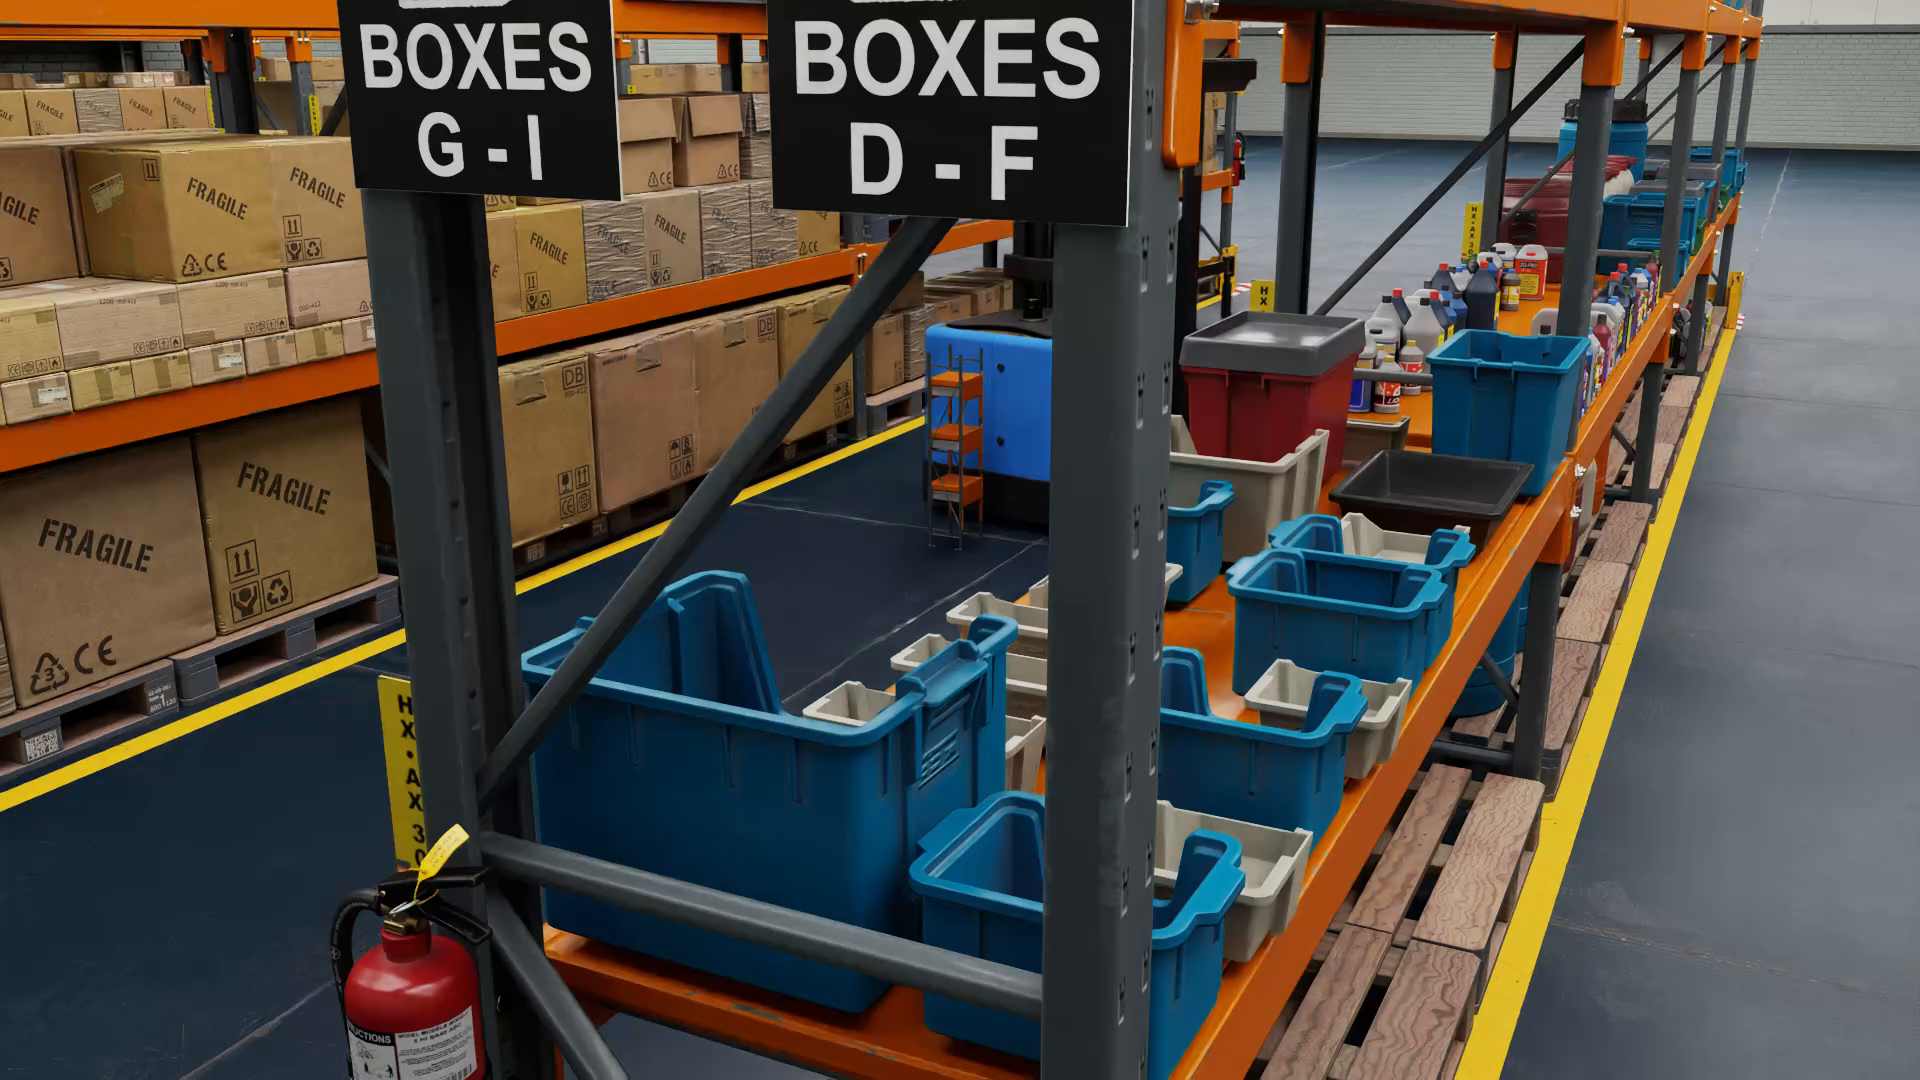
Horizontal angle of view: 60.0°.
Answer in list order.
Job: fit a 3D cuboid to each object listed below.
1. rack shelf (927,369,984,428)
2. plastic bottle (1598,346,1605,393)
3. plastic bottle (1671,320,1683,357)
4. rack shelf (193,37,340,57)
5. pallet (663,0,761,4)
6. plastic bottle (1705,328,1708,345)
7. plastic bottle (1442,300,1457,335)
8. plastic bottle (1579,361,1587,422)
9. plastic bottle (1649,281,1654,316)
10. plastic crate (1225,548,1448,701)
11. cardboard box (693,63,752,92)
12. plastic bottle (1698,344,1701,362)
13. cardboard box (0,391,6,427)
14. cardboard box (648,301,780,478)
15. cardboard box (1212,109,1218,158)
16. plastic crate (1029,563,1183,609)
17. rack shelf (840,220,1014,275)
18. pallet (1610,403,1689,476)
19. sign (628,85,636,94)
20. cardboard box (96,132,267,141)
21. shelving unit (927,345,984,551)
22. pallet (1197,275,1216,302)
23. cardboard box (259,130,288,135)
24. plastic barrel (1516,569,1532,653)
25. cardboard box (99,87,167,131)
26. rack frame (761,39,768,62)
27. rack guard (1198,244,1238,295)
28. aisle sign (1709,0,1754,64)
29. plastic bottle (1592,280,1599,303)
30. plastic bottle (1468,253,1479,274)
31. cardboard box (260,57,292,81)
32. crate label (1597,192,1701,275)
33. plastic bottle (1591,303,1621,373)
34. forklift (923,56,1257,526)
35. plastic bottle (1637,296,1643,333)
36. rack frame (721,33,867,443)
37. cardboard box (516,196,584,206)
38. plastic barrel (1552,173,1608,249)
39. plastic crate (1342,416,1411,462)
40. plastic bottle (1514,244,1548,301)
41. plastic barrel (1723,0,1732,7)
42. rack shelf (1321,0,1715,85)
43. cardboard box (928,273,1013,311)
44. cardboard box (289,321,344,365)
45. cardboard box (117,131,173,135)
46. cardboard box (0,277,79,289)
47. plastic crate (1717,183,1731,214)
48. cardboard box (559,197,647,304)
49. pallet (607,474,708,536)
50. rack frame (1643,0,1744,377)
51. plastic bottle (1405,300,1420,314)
[{"bbox_3d":[-0.024,-0.752,8.751,0.215,0.259,0.240,8,18,25],"label":"rack shelf"},{"bbox_3d":[2.410,-0.670,6.362,0.097,0.201,0.097,0,17,0],"label":"plastic bottle"},{"bbox_3d":[5.669,-1.598,13.136,0.061,0.283,0.133,8,18,25],"label":"plastic bottle"},{"bbox_3d":[-7.293,-6.058,20.149,1.077,0.370,4.000,8,18,25],"label":"rack shelf"},{"bbox_3d":[-1.846,-3.068,9.148,1.003,0.211,1.213,9,19,28],"label":"pallet"},{"bbox_3d":[6.074,-1.705,13.637,0.097,0.201,0.097,0,17,0],"label":"plastic bottle"},{"bbox_3d":[1.991,-0.852,6.850,0.097,0.271,0.097,0,17,0],"label":"plastic bottle"},{"bbox_3d":[2.140,-0.544,5.794,0.061,0.283,0.133,8,18,25],"label":"plastic bottle"},{"bbox_3d":[3.353,-1.208,8.171,0.097,0.201,0.097,0,17,0],"label":"plastic bottle"},{"bbox_3d":[0.741,0.187,3.316,0.416,0.233,0.300,8,18,25],"label":"plastic crate"},{"bbox_3d":[-2.782,-4.942,18.235,0.875,0.550,0.500,8,18,25],"label":"cardboard box"},{"bbox_3d":[5.690,-1.486,12.900,0.097,0.201,0.097,0,17,0],"label":"plastic bottle"},{"bbox_3d":[-3.543,-0.459,5.741,0.380,0.149,0.250,8,18,24],"label":"cardboard box"},{"bbox_3d":[-1.840,-0.960,9.982,1.225,0.875,0.875,8,18,26],"label":"cardboard box"},{"bbox_3d":[2.196,-4.268,17.427,0.875,0.500,0.500,8,18,25],"label":"cardboard box"},{"bbox_3d":[0.311,0.135,3.660,0.298,0.136,0.250,8,18,25],"label":"plastic crate"},{"bbox_3d":[-0.215,-2.341,12.901,1.077,0.370,4.000,8,18,25],"label":"rack shelf"},{"bbox_3d":[4.250,-0.711,11.049,1.003,0.211,1.213,8,18,25],"label":"pallet"},{"bbox_3d":[-3.223,-4.302,16.347,0.100,0.325,0.005,8,18,25],"label":"sign"},{"bbox_3d":[-3.338,-1.498,7.224,0.500,0.500,0.500,8,18,25],"label":"cardboard box"},{"bbox_3d":[-0.024,-0.490,8.829,0.215,1.050,0.252,8,18,25],"label":"shelving unit"},{"bbox_3d":[2.038,-2.656,17.594,1.003,0.211,1.213,8,18,25],"label":"pallet"},{"bbox_3d":[-5.309,-3.016,12.569,0.380,0.149,0.250,7,18,23],"label":"cardboard box"},{"bbox_3d":[2.110,-0.039,6.837,0.600,0.901,0.708,8,18,25],"label":"plastic barrel"},{"bbox_3d":[-8.644,-4.444,17.282,0.500,0.500,0.500,9,19,27],"label":"cardboard box"},{"bbox_3d":[-1.926,-4.871,20.155,1.000,3.000,0.127,8,18,25],"label":"rack frame"},{"bbox_3d":[2.433,-2.996,18.235,1.175,0.500,0.348,8,18,25],"label":"rack guard"},{"bbox_3d":[7.195,-4.811,15.387,0.394,0.787,0.004,8,18,25],"label":"aisle sign"},{"bbox_3d":[2.801,-1.013,7.372,0.061,0.283,0.133,8,18,25],"label":"plastic bottle"},{"bbox_3d":[2.533,-1.275,8.254,0.061,0.283,0.133,8,18,25],"label":"plastic bottle"},{"bbox_3d":[-7.796,-5.210,18.844,0.700,0.500,0.500,8,18,25],"label":"cardboard box"},{"bbox_3d":[4.009,-1.782,9.693,0.502,0.435,0.616,8,18,25],"label":"crate label"},{"bbox_3d":[2.600,-0.832,6.776,0.152,0.276,0.135,8,18,25],"label":"plastic bottle"},{"bbox_3d":[1.057,-1.827,10.028,1.130,2.935,3.031,12,20,34],"label":"forklift"},{"bbox_3d":[3.092,-1.059,7.670,0.097,0.201,0.097,0,17,0],"label":"plastic bottle"},{"bbox_3d":[-1.108,-2.176,11.083,1.000,3.000,0.127,8,18,25],"label":"rack frame"},{"bbox_3d":[-2.301,-2.023,8.631,0.797,0.503,0.637,8,18,26],"label":"cardboard box"},{"bbox_3d":[3.780,-1.996,10.281,0.421,0.512,0.421,0,17,0],"label":"plastic barrel"},{"bbox_3d":[1.200,-0.329,5.222,0.396,0.136,0.243,8,18,25],"label":"plastic crate"},{"bbox_3d":[2.976,-1.398,8.682,0.152,0.276,0.135,8,18,25],"label":"plastic bottle"},{"bbox_3d":[4.493,-3.753,10.243,0.600,0.901,0.708,8,18,25],"label":"plastic barrel"},{"bbox_3d":[2.429,-2.130,6.922,1.077,0.370,4.000,8,18,25],"label":"rack shelf"},{"bbox_3d":[0.155,-1.935,13.889,0.700,0.500,0.500,8,18,25],"label":"cardboard box"},{"bbox_3d":[-2.854,-0.852,7.066,0.380,0.149,0.250,8,19,26],"label":"cardboard box"},{"bbox_3d":[-6.111,-2.975,12.432,0.380,0.149,0.250,8,18,25],"label":"cardboard box"},{"bbox_3d":[-3.793,-0.883,6.470,0.500,0.250,0.500,9,19,27],"label":"cardboard box"},{"bbox_3d":[5.969,-2.773,13.465,0.450,0.188,0.662,8,18,25],"label":"plastic crate"},{"bbox_3d":[-2.019,-1.546,8.787,0.500,0.500,0.500,8,18,24],"label":"cardboard box"},{"bbox_3d":[-2.074,-0.339,9.794,1.003,0.211,1.213,8,18,25],"label":"pallet"},{"bbox_3d":[5.110,-2.565,12.392,1.000,3.000,0.127,8,18,25],"label":"rack frame"},{"bbox_3d":[1.811,-0.831,6.771,0.152,0.276,0.135,8,18,25],"label":"plastic bottle"}]
